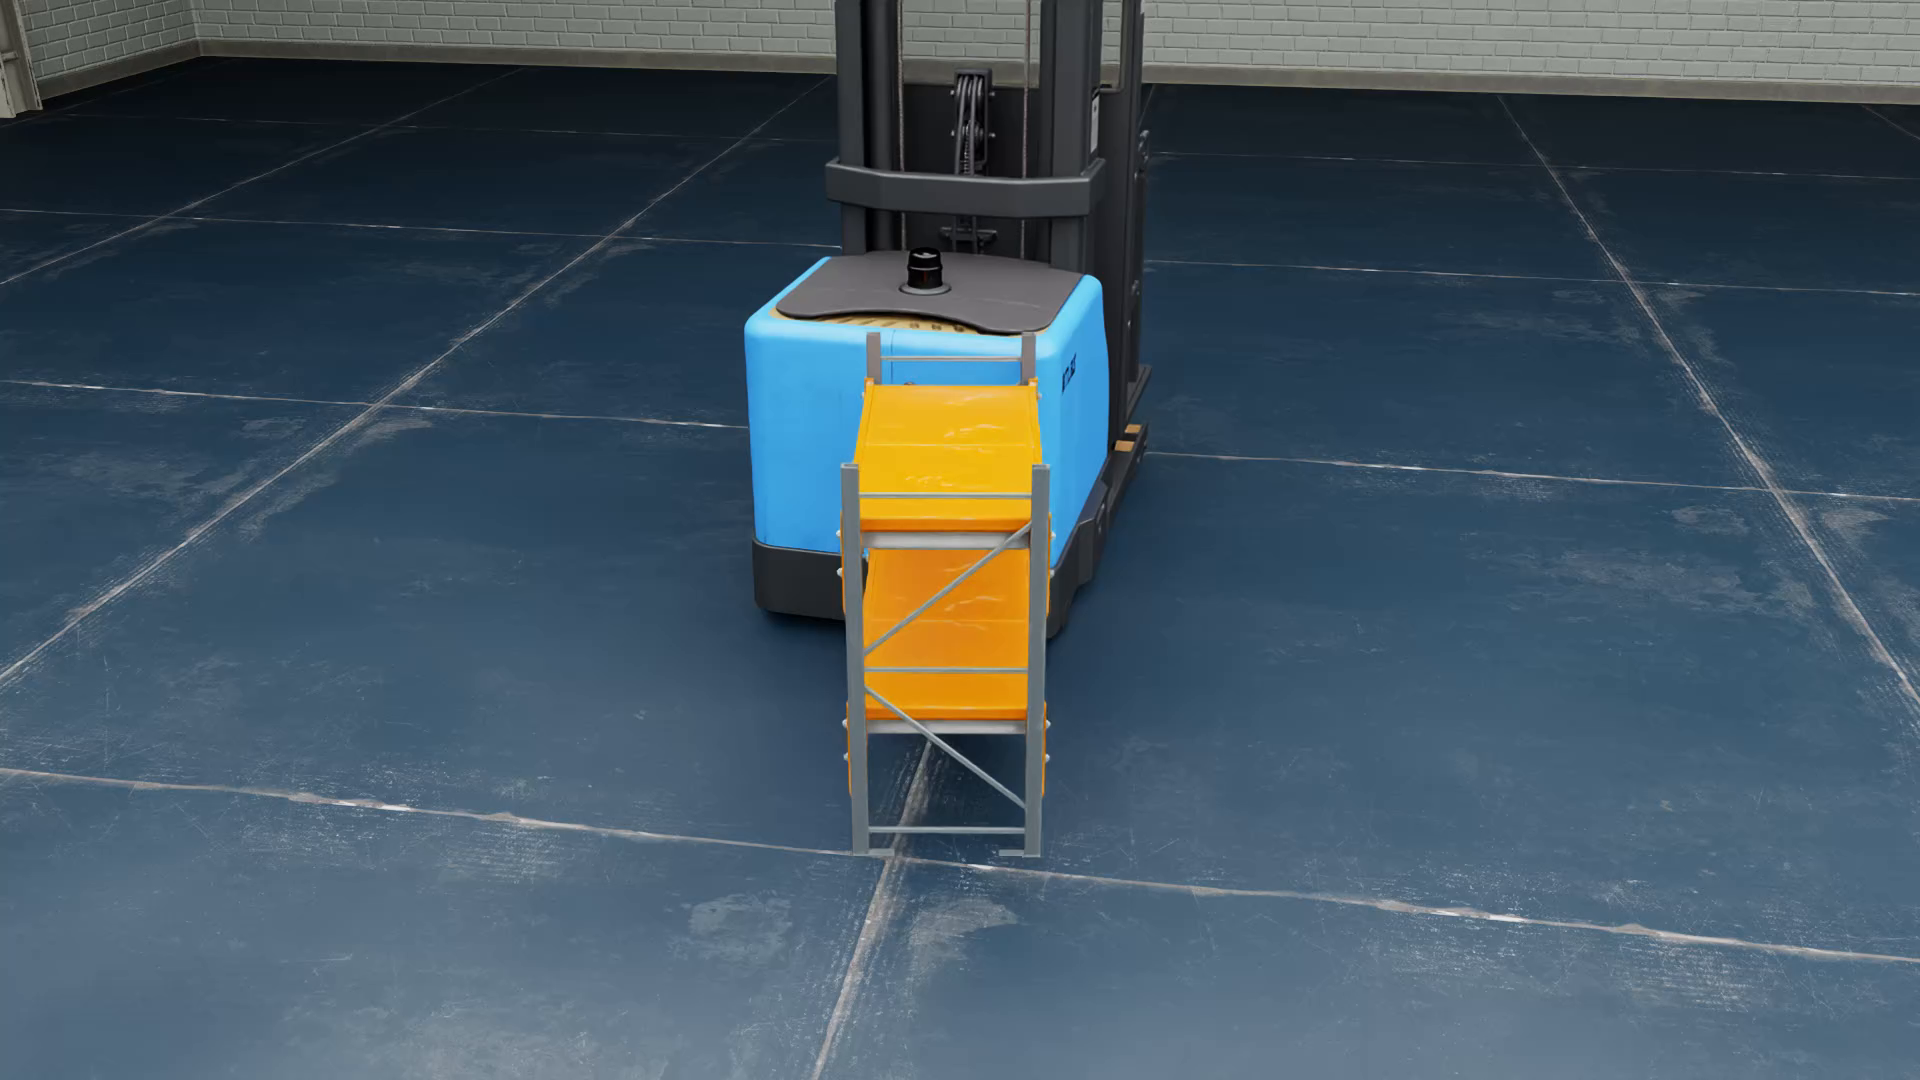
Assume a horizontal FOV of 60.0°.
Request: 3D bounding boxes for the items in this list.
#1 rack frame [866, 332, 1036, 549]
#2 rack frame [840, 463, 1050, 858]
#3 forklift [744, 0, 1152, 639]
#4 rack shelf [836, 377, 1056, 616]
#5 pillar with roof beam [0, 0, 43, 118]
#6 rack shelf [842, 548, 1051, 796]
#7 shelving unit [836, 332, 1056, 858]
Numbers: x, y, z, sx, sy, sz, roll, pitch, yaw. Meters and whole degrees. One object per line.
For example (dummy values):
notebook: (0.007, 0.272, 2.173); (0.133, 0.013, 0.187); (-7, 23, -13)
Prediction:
rack frame: (-0.026, -0.099, 5.134); (0.500, 1.125, 0.032); (0, 25, 0)
rack frame: (-0.035, 0.332, 4.213); (0.500, 1.125, 0.032); (0, 25, 0)
forklift: (0.163, -1.598, 6.207); (1.130, 2.935, 3.031); (6, 26, 13)
rack shelf: (-0.030, -0.148, 4.550); (0.538, 0.278, 1.000); (0, 25, 0)
pillar with roof beam: (-3.660, -7.339, 11.313); (9.100, 9.000, 0.400); (4, 25, 9)
rack shelf: (-0.030, 0.338, 4.777); (0.538, 0.278, 1.000); (0, 25, 0)
shelving unit: (-0.030, 0.117, 4.674); (0.538, 1.125, 1.048); (0, 25, 0)
